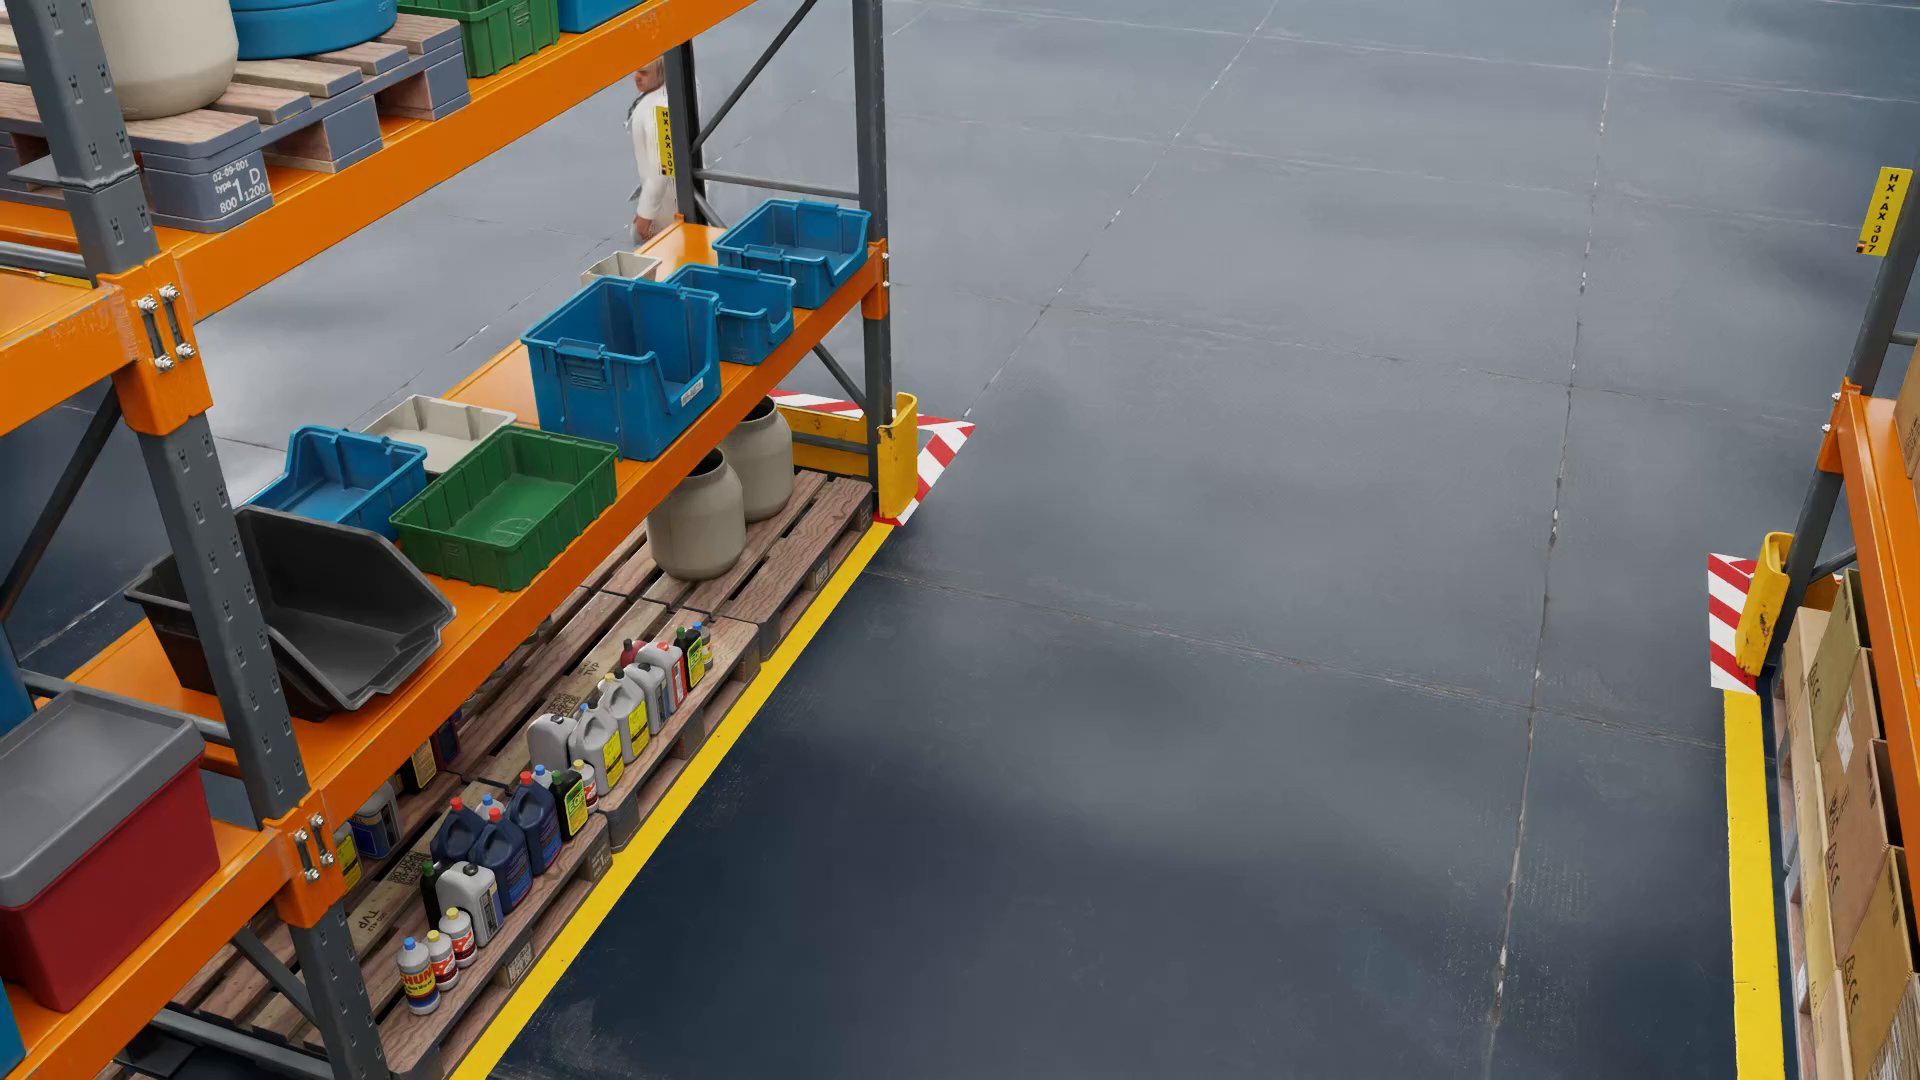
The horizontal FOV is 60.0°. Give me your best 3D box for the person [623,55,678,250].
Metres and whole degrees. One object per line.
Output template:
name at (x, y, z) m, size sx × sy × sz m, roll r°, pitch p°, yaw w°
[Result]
person at (-1.615, -1.855, 8.997) m, size 0.466 × 1.766 × 0.693 m, roll 1°, pitch 33°, yaw 2°
